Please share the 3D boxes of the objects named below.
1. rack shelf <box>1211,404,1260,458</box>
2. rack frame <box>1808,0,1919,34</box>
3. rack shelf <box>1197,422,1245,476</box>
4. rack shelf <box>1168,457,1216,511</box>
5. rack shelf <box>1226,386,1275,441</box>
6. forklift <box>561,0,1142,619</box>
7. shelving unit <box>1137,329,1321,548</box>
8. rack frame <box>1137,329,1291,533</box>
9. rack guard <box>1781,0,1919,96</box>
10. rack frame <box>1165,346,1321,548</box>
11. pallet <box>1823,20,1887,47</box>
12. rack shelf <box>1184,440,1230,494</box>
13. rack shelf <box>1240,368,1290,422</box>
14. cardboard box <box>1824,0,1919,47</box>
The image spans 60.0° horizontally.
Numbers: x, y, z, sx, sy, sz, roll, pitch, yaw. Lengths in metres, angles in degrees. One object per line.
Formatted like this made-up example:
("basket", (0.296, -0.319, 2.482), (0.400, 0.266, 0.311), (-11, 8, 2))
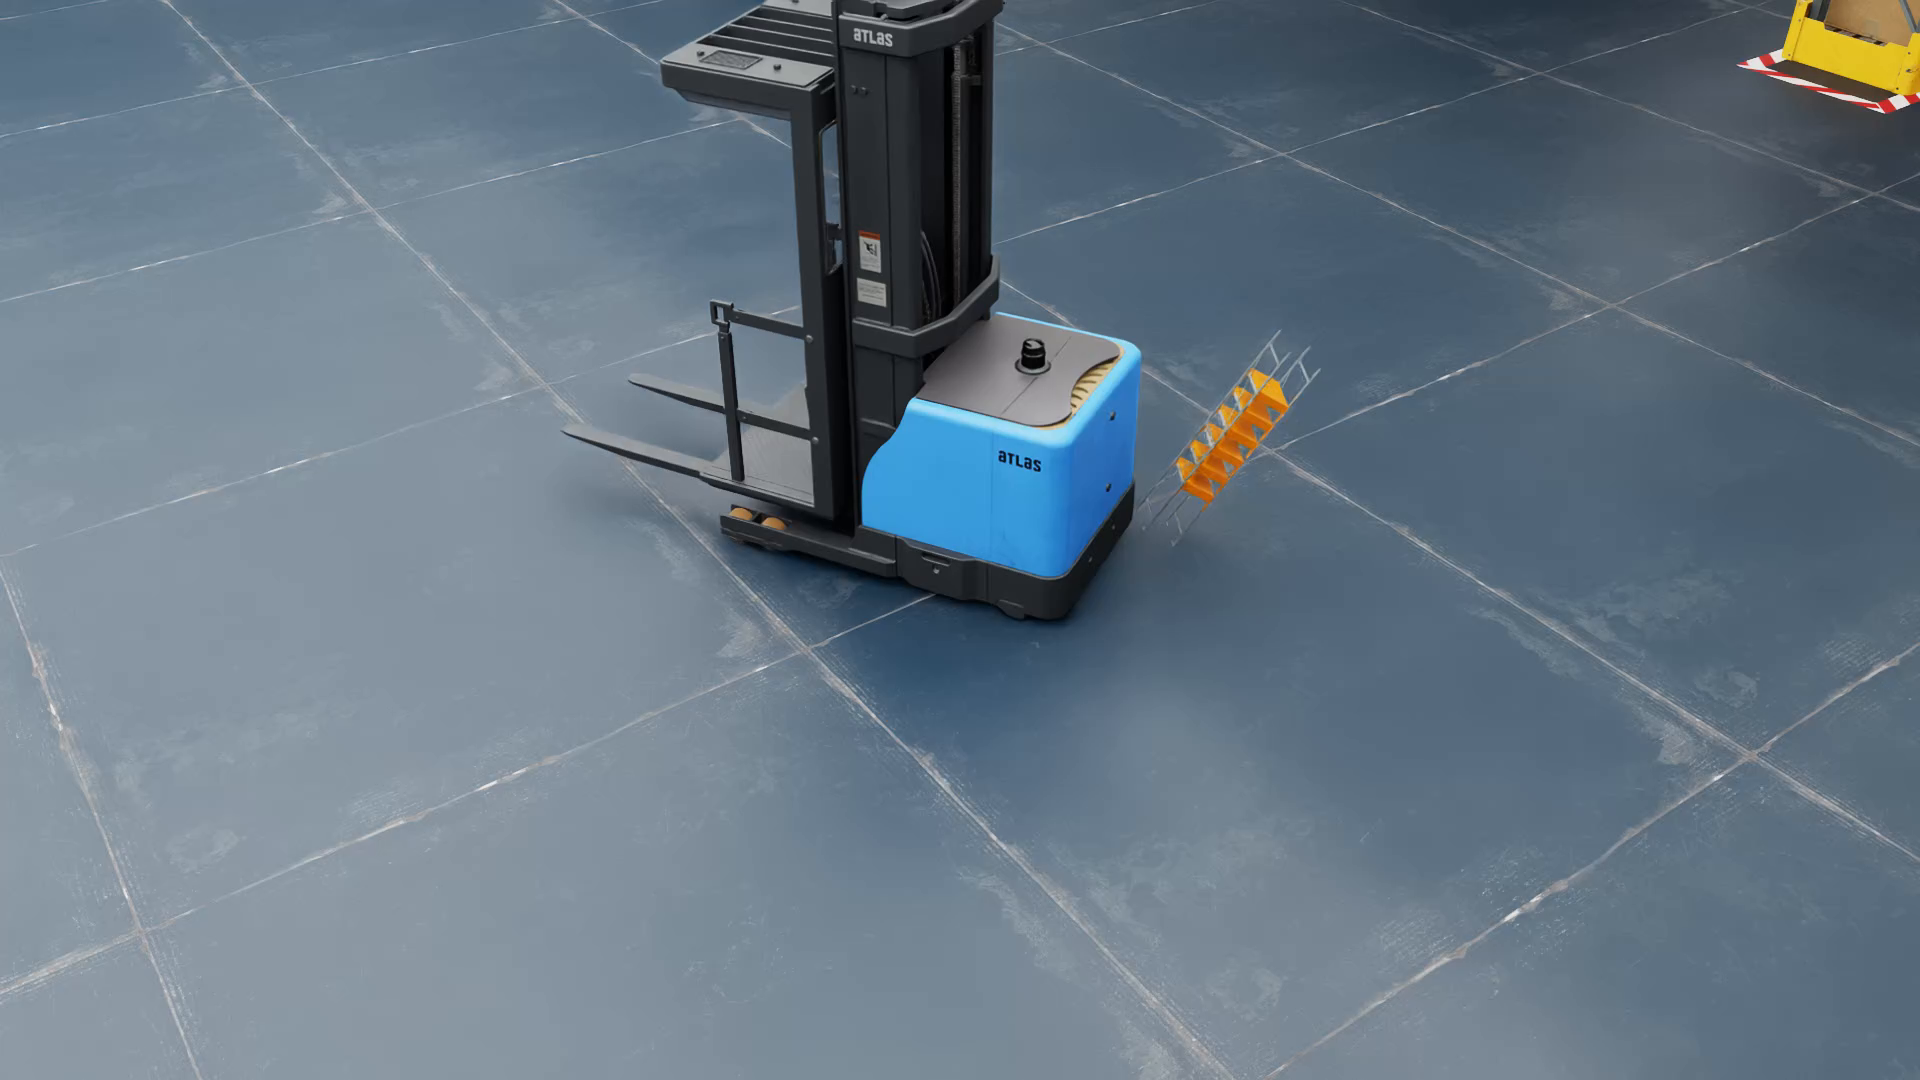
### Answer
("rack shelf", (1.360, -0.545, 8.249), (0.180, 0.103, 0.258), (25, 30, -20))
("rack frame", (7.570, -5.187, 13.206), (0.127, 3.000, 1.000), (-22, 41, -28))
("rack shelf", (1.297, -0.461, 8.306), (0.180, 0.103, 0.258), (25, 30, -20))
("rack shelf", (1.171, -0.291, 8.419), (0.180, 0.103, 0.258), (25, 30, -20))
("rack shelf", (1.424, -0.630, 8.192), (0.180, 0.103, 0.258), (25, 30, -20))
("forklift", (-0.661, -1.395, 7.993), (3.031, 2.935, 1.130), (16, 39, 21))
("shelving unit", (1.321, -0.492, 8.285), (0.189, 1.200, 0.258), (25, 30, -20))
("rack frame", (1.243, -0.529, 8.253), (0.006, 1.200, 0.240), (25, 30, -20))
("rack guard", (7.550, -4.164, 13.925), (0.348, 0.500, 1.175), (-22, 41, -28))
("rack frame", (1.398, -0.455, 8.316), (0.006, 1.200, 0.240), (25, 30, -20))
("pallet", (8.179, -4.361, 14.446), (1.213, 0.211, 1.003), (-22, 41, -28))
("rack shelf", (1.234, -0.376, 8.362), (0.180, 0.103, 0.258), (25, 30, -20))
("rack shelf", (1.487, -0.715, 8.136), (0.180, 0.103, 0.258), (25, 30, -20))
("cardboard box", (8.086, -4.754, 14.065), (0.875, 0.875, 0.875), (-22, 41, -28))
